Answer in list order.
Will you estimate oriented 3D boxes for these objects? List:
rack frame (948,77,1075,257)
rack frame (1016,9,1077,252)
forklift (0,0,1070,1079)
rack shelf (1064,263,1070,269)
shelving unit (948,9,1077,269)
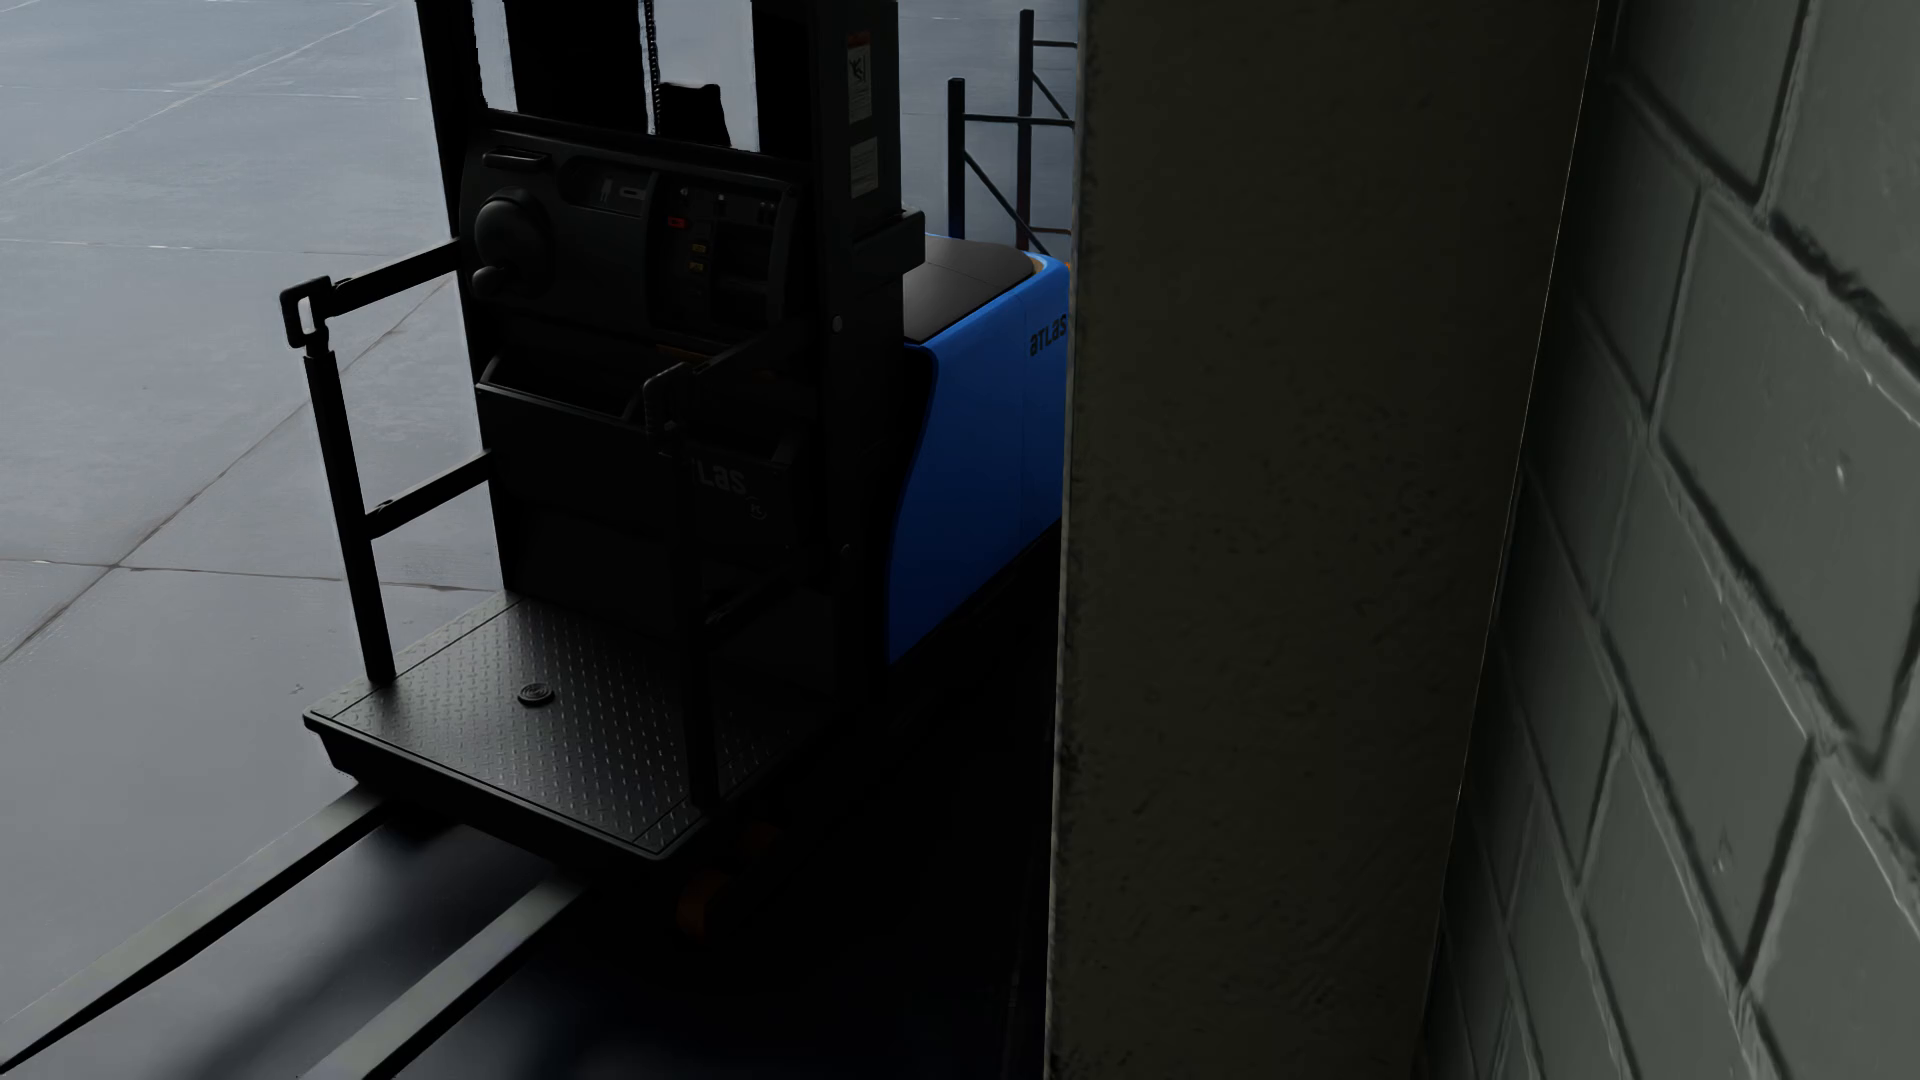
[{"bbox_3d":[0.213,-0.602,4.950,0.500,1.500,0.032,6,29,12],"label":"rack frame"},{"bbox_3d":[0.444,-1.071,5.822,0.500,1.500,0.032,6,29,12],"label":"rack frame"},{"bbox_3d":[-0.846,-0.634,3.501,1.130,2.935,3.031,15,32,26],"label":"forklift"},{"bbox_3d":[0.328,-0.678,5.471,0.538,0.185,1.000,6,29,12],"label":"rack shelf"},{"bbox_3d":[0.330,-0.841,5.394,0.587,1.500,1.083,6,29,12],"label":"shelving unit"}]
